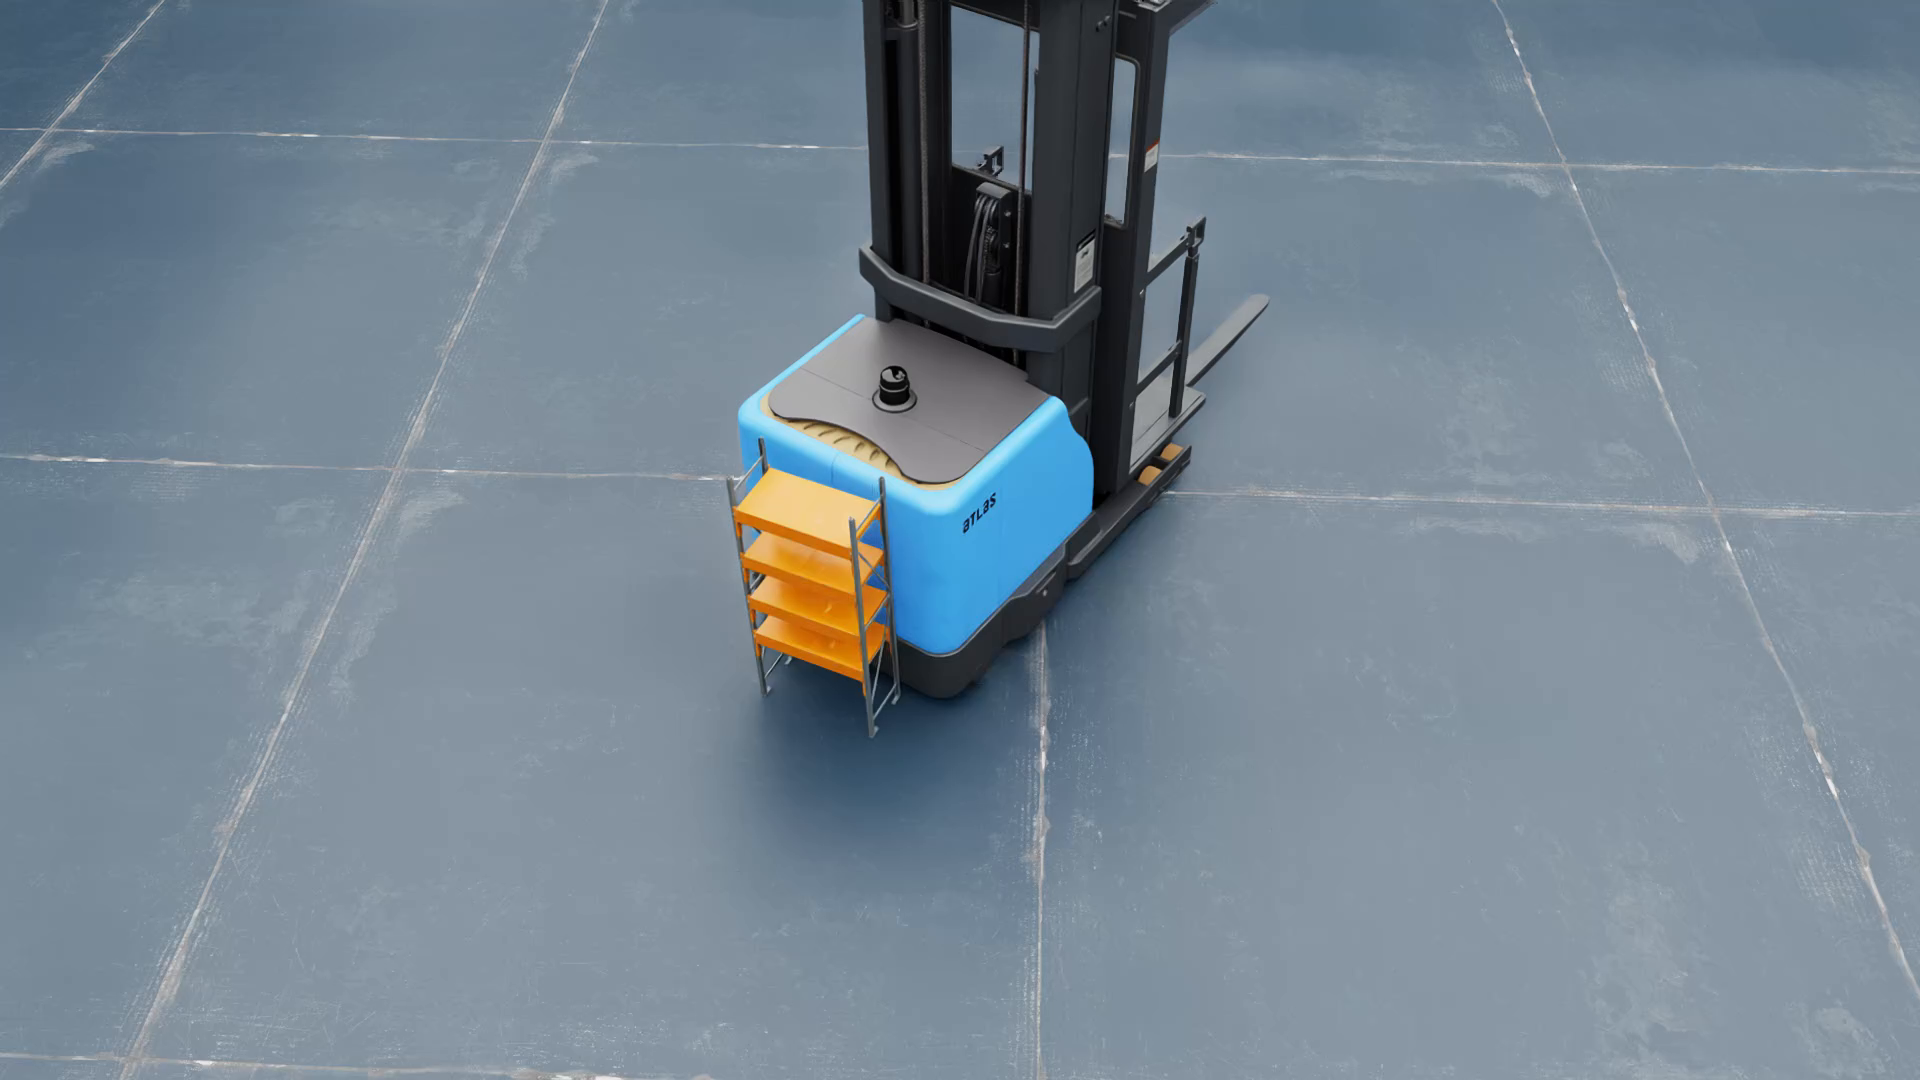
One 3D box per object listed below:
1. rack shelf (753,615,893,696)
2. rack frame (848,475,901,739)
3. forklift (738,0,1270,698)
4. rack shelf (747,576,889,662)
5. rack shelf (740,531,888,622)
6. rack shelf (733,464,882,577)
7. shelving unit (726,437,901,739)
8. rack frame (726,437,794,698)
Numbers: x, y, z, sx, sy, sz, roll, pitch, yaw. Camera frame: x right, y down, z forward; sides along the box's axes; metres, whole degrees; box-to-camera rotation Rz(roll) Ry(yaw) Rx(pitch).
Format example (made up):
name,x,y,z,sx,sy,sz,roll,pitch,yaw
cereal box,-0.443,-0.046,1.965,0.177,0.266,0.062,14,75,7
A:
name,x,y,z,sx,sy,sz,roll,pitch,yaw
rack shelf,-0.522,0.390,6.418,0.480,0.148,0.258,18,49,19
rack frame,-0.309,0.275,6.150,0.015,1.200,0.240,18,49,19
forklift,0.401,-1.415,6.705,1.130,2.935,3.031,26,49,25
rack shelf,-0.527,0.250,6.276,0.480,0.148,0.258,18,49,19
rack shelf,-0.531,0.093,6.117,0.480,0.148,0.258,18,49,19
rack shelf,-0.536,-0.073,5.949,0.480,0.148,0.258,18,49,19
shelving unit,-0.528,0.203,6.229,0.503,1.200,0.258,18,49,19
rack frame,-0.747,0.130,6.307,0.015,1.200,0.240,18,49,19
